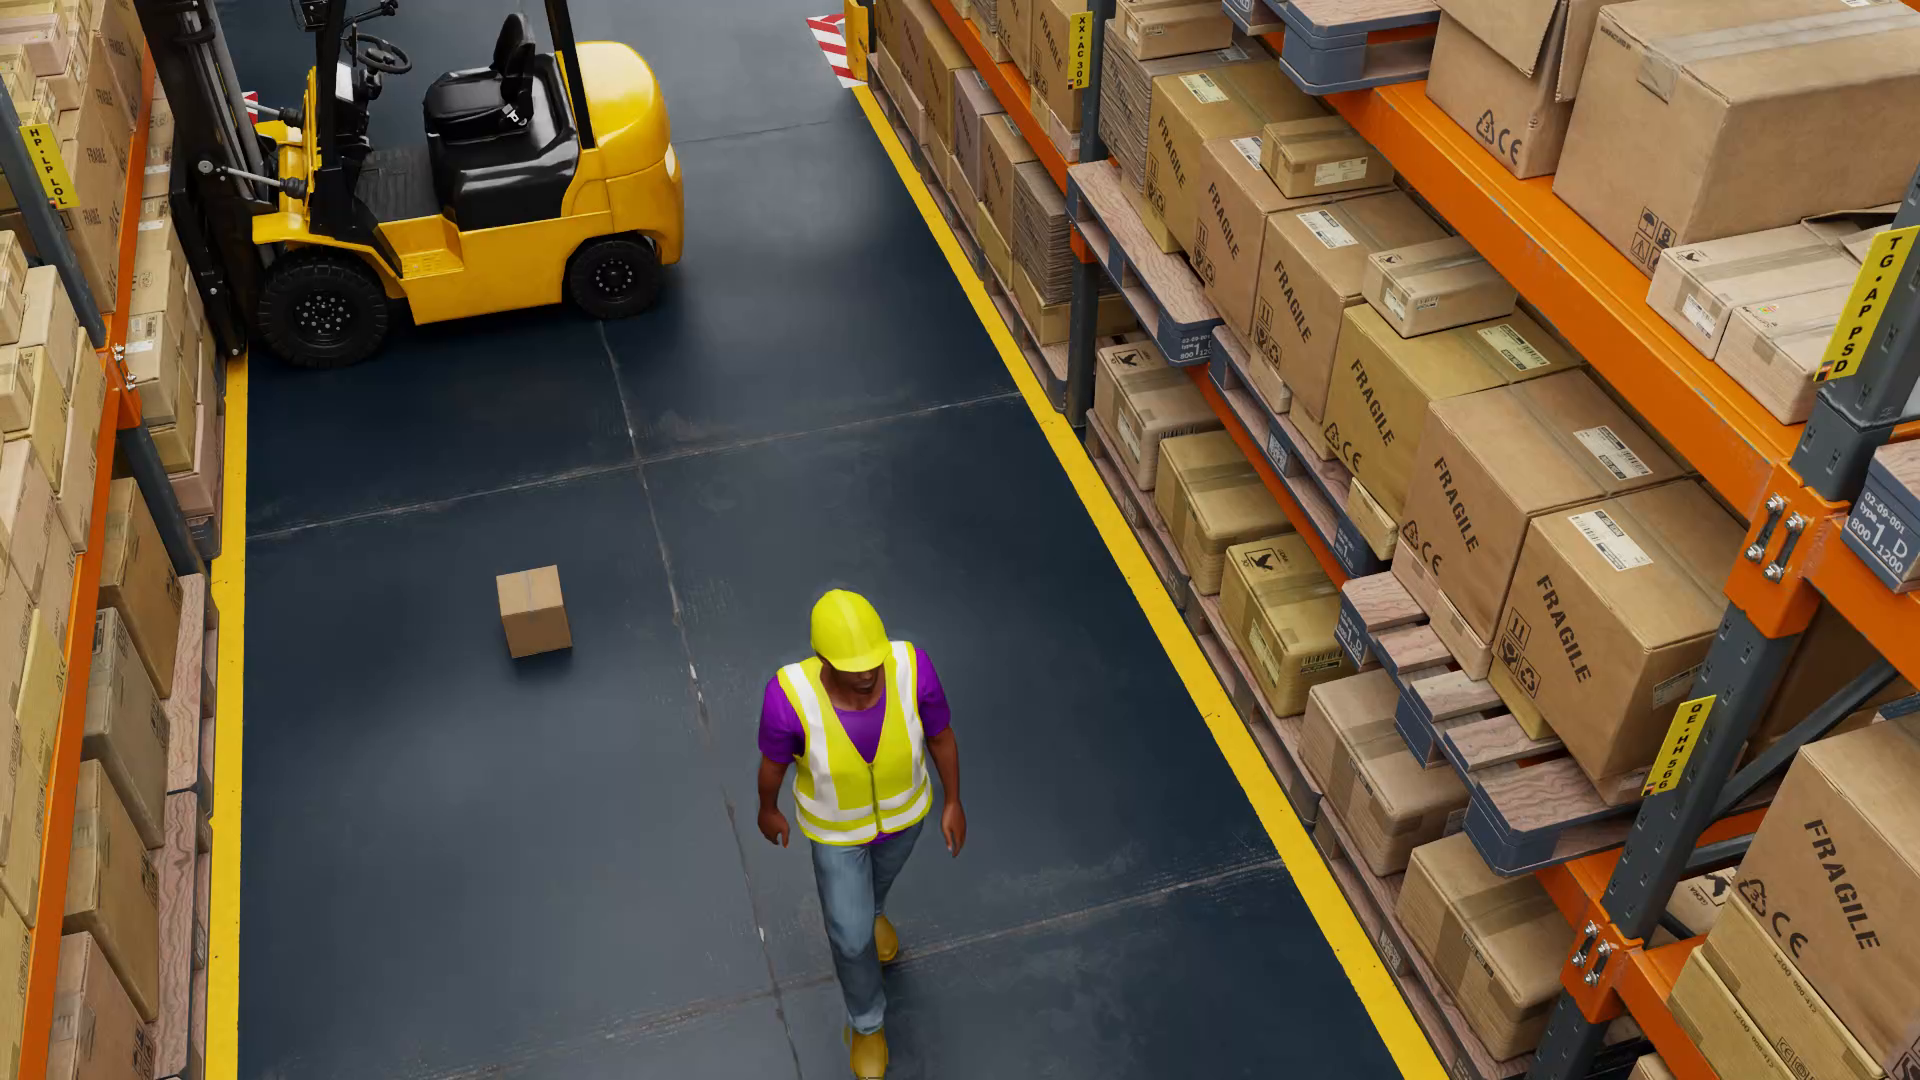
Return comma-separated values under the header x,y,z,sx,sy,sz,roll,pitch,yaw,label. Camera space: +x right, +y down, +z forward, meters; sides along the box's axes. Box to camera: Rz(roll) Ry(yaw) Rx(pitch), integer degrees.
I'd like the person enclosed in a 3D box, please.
x,y,z,sx,sy,sz,roll,pitch,yaw,label
-0.279,0.889,5.166,0.611,1.807,0.716,-16,44,-17,person
